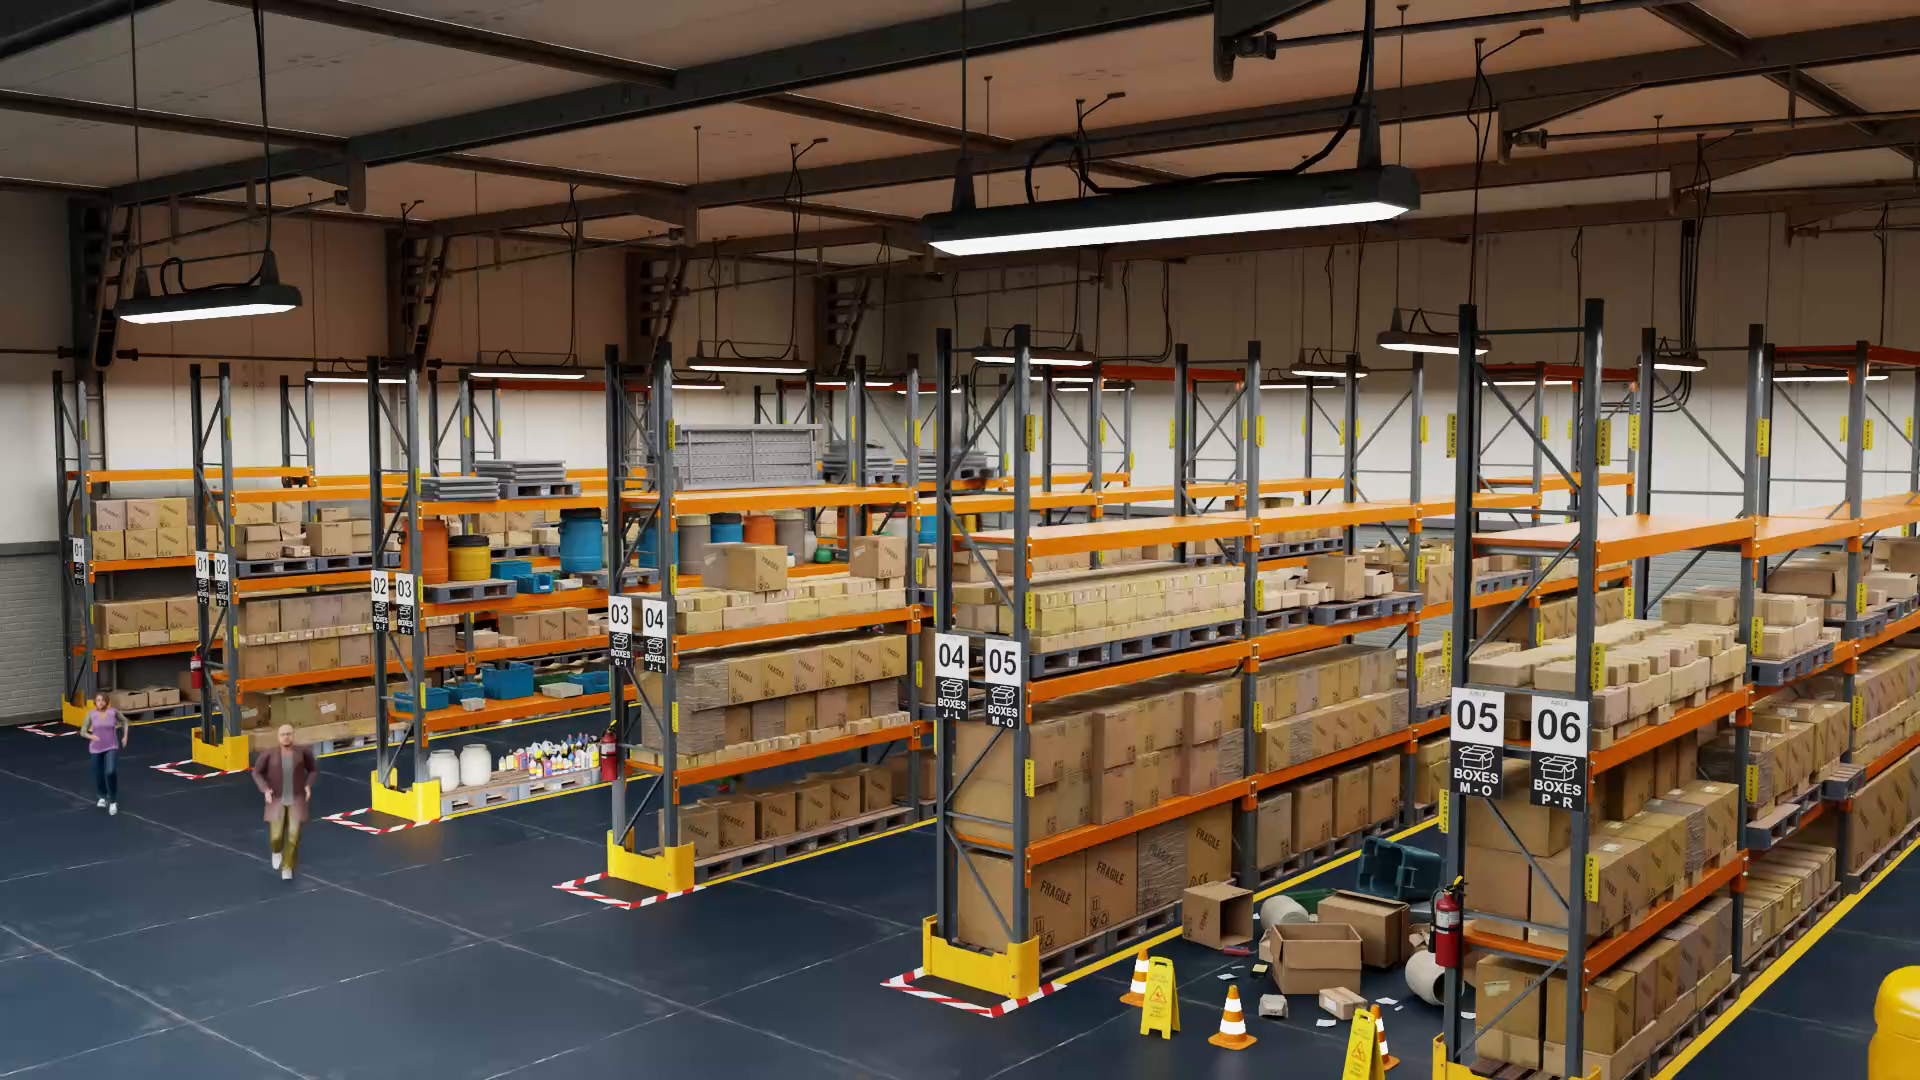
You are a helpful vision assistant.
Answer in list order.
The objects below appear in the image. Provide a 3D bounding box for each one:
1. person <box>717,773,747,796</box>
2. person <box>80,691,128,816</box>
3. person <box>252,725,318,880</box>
[{"bbox_3d":[-3.078,2.683,22.078,0.657,1.778,0.953,2,5,24],"label":"person"},{"bbox_3d":[-11.221,2.806,21.819,0.556,1.630,0.705,-2,5,-24],"label":"person"},{"bbox_3d":[-7.598,2.941,18.766,0.694,1.730,0.632,-2,5,-25],"label":"person"}]
